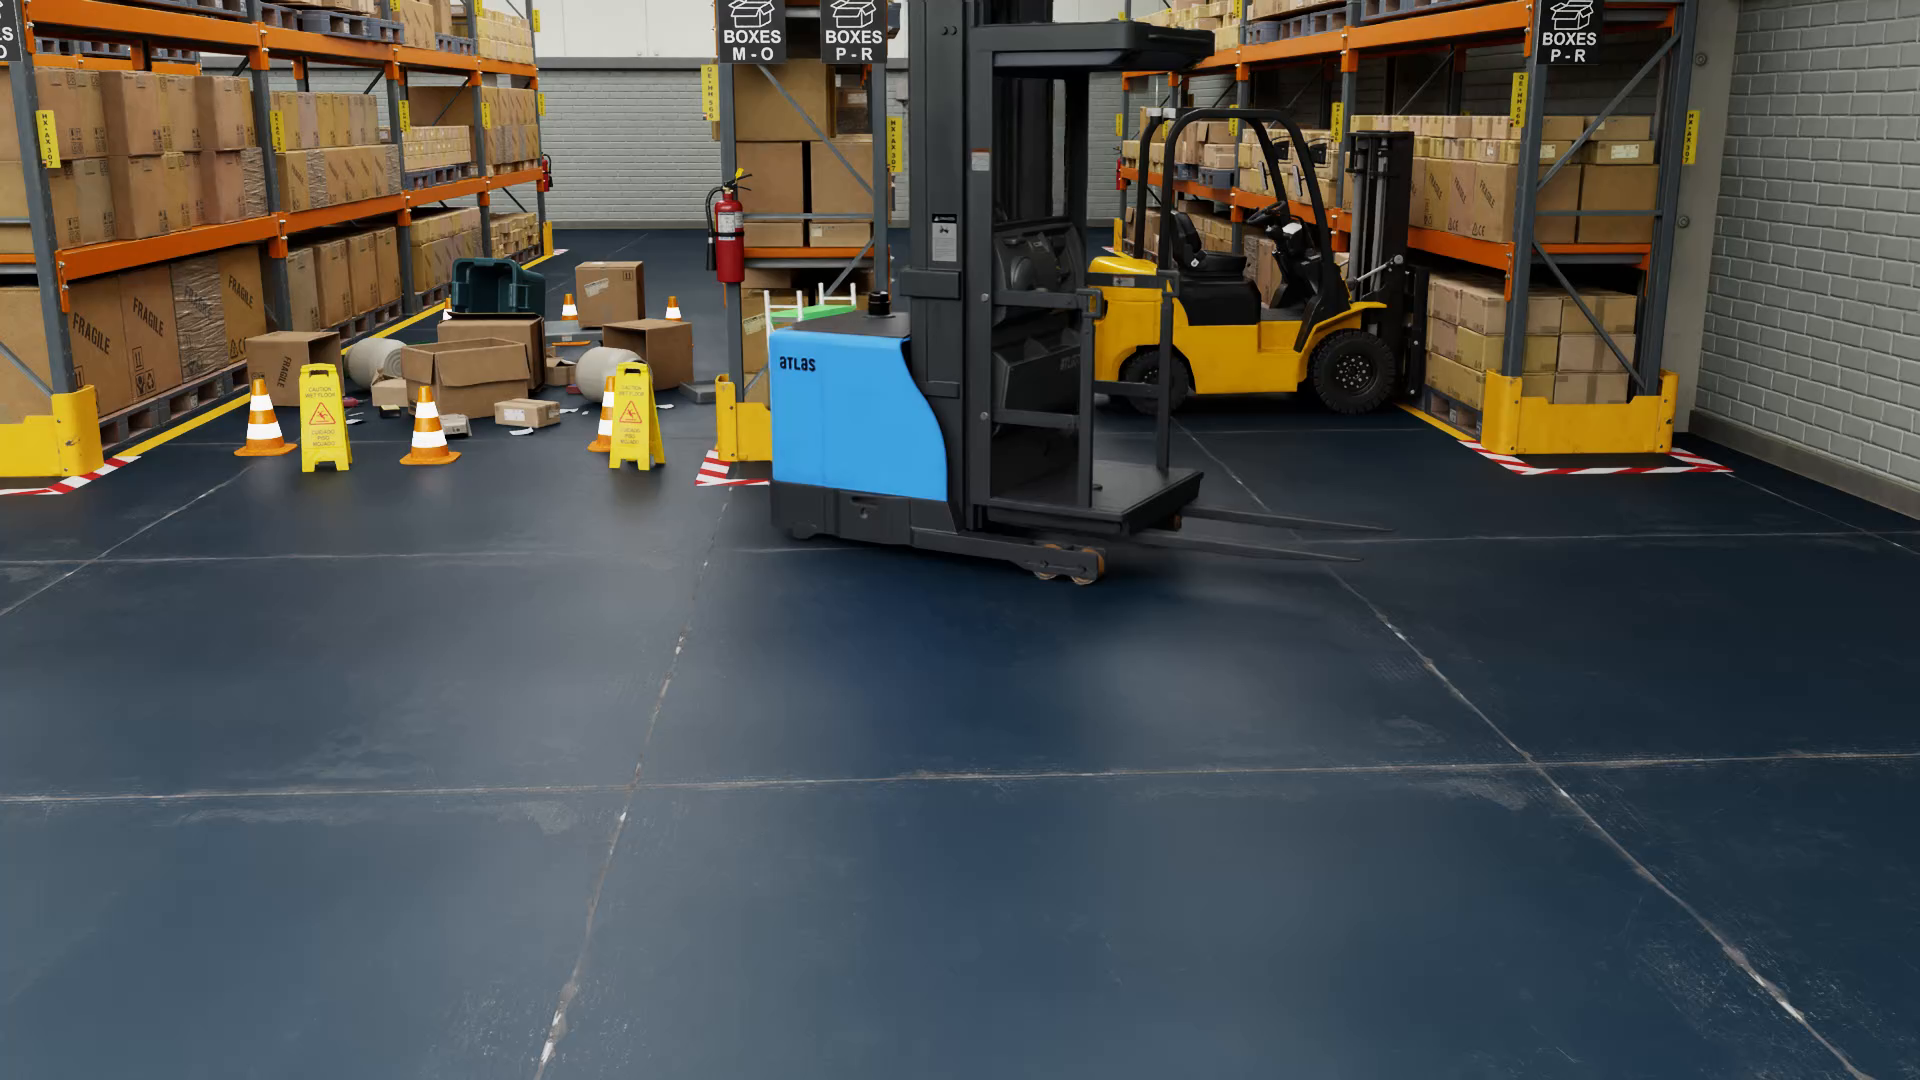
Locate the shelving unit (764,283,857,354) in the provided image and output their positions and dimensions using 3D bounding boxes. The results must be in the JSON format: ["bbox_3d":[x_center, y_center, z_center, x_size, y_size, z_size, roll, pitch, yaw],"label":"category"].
[{"bbox_3d":[-0.787,-0.789,9.161,0.258,1.200,0.503,6,15,31],"label":"shelving unit"}]

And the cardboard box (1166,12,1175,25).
[{"bbox_3d":[2.847,-6.686,21.336,0.380,0.149,0.250,0,14,-2],"label":"cardboard box"}]

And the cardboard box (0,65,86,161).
[{"bbox_3d":[-5.863,-2.565,10.008,0.875,0.550,0.550,-1,14,-3],"label":"cardboard box"}]

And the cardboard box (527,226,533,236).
[{"bbox_3d":[-6.519,-4.567,24.536,0.380,0.149,0.250,-1,15,-6],"label":"cardboard box"}]

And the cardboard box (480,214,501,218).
[{"bbox_3d":[-7.040,-4.764,24.708,0.380,0.149,0.250,-1,14,-2],"label":"cardboard box"}]

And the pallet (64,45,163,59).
[{"bbox_3d":[-11.692,-6.726,22.805,1.003,0.211,1.213,-1,14,-3],"label":"pallet"}]

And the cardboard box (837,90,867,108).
[{"bbox_3d":[-0.869,-3.805,14.354,0.380,0.149,0.250,-1,14,-4],"label":"cardboard box"}]

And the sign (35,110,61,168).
[{"bbox_3d":[-5.325,-2.341,9.710,0.100,0.325,0.005,-1,14,-3],"label":"sign"}]

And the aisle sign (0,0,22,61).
[{"bbox_3d":[-5.575,-3.123,9.426,0.394,0.787,0.004,-1,14,-3],"label":"aisle sign"}]

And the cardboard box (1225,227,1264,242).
[{"bbox_3d":[3.230,-3.471,18.870,0.380,0.149,0.250,-2,15,-6],"label":"cardboard box"}]

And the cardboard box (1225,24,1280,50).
[{"bbox_3d":[3.240,-5.549,18.356,0.500,0.250,0.500,-1,14,-5],"label":"cardboard box"}]

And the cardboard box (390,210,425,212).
[{"bbox_3d":[-6.805,-3.897,20.320,0.500,0.250,0.500,0,14,-2],"label":"cardboard box"}]

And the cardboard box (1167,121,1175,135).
[{"bbox_3d":[3.073,-5.168,21.550,0.700,0.500,0.500,-1,14,-2],"label":"cardboard box"}]

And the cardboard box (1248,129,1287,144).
[{"bbox_3d":[3.257,-4.258,17.552,0.380,0.149,0.250,-1,14,-2],"label":"cardboard box"}]

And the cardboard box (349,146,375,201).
[{"bbox_3d":[-6.018,-3.558,16.136,0.500,0.500,0.500,-1,14,-4],"label":"cardboard box"}]

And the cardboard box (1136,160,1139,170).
[{"bbox_3d":[2.795,-5.506,24.411,0.380,0.149,0.250,-1,14,-5],"label":"cardboard box"}]

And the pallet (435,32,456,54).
[{"bbox_3d":[-6.623,-5.810,19.444,1.213,0.211,1.003,-1,14,-3],"label":"pallet"}]

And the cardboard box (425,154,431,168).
[{"bbox_3d":[-6.272,-4.329,18.995,0.380,0.149,0.250,0,14,-2],"label":"cardboard box"}]

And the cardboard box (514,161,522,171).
[{"bbox_3d":[-6.533,-5.404,24.013,0.380,0.149,0.250,-2,15,-6],"label":"cardboard box"}]

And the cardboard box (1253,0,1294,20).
[{"bbox_3d":[3.315,-5.614,17.063,0.500,0.500,0.500,-1,14,-3],"label":"cardboard box"}]

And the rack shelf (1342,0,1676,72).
[{"bbox_3d":[3.885,-3.657,12.145,1.077,0.370,4.000,-1,14,-3],"label":"rack shelf"}]

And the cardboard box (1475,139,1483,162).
[{"bbox_3d":[3.708,-2.629,11.221,0.380,0.149,0.250,-1,14,-2],"label":"cardboard box"}]

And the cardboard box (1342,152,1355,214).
[{"bbox_3d":[3.528,-2.985,13.906,0.500,0.500,0.500,-1,14,-5],"label":"cardboard box"}]

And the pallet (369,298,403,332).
[{"bbox_3d":[-6.401,-2.319,17.114,1.003,0.211,1.213,-1,14,-3],"label":"pallet"}]

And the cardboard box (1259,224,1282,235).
[{"bbox_3d":[3.707,-3.614,19.424,0.380,0.149,0.250,-1,14,-3],"label":"cardboard box"}]

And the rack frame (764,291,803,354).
[{"bbox_3d":[-0.915,-0.738,8.960,0.240,1.200,0.015,6,15,31],"label":"rack frame"}]

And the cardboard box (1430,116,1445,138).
[{"bbox_3d":[3.598,-2.964,11.927,0.380,0.149,0.250,-1,14,-2],"label":"cardboard box"}]

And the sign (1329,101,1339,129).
[{"bbox_3d":[4.067,-4.615,18.121,0.100,0.325,0.005,-1,14,-3],"label":"sign"}]

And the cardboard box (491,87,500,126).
[{"bbox_3d":[-6.454,-5.782,22.176,0.500,0.500,0.500,-1,14,-5],"label":"cardboard box"}]

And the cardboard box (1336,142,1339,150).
[{"bbox_3d":[3.519,-3.495,14.586,0.380,0.149,0.250,0,14,-2],"label":"cardboard box"}]

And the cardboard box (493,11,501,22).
[{"bbox_3d":[-6.432,-7.080,22.501,0.380,0.149,0.250,0,14,-1],"label":"cardboard box"}]

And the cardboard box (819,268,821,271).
[{"bbox_3d":[-0.855,-1.938,13.211,0.500,0.500,0.500,-1,14,-2],"label":"cardboard box"}]

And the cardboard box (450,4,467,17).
[{"bbox_3d":[-6.399,-6.752,21.228,0.380,0.149,0.250,-1,14,-4],"label":"cardboard box"}]

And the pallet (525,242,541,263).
[{"bbox_3d":[-6.850,-4.284,24.752,1.003,0.211,1.213,-1,14,-3],"label":"pallet"}]

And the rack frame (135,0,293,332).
[{"bbox_3d":[-6.127,-2.871,13.667,1.000,3.000,0.127,-1,14,-3],"label":"rack frame"}]

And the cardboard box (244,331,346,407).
[{"bbox_3d":[-5.006,-1.292,12.539,0.500,0.500,0.500,2,15,6],"label":"cardboard box"}]

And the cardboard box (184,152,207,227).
[{"bbox_3d":[-6.119,-2.580,12.233,0.875,0.550,0.550,-1,14,-3],"label":"cardboard box"}]

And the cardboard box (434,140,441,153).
[{"bbox_3d":[-6.306,-4.603,19.459,0.380,0.149,0.250,0,14,-1],"label":"cardboard box"}]

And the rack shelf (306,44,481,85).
[{"bbox_3d":[-6.498,-5.468,19.182,1.077,0.370,4.000,-1,14,-3],"label":"rack shelf"}]

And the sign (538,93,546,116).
[{"bbox_3d":[-6.315,-6.573,25.096,0.100,0.325,0.005,-1,14,-3],"label":"sign"}]

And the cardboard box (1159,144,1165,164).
[{"bbox_3d":[2.991,-5.234,22.555,0.500,0.250,0.500,-1,14,-2],"label":"cardboard box"}]

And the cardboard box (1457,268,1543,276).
[{"bbox_3d":[4.089,-1.910,12.600,0.500,0.250,0.500,-1,14,-5],"label":"cardboard box"}]

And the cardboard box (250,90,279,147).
[{"bbox_3d":[-6.163,-3.527,14.009,0.700,0.500,0.500,-1,14,-4],"label":"cardboard box"}]

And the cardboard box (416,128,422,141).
[{"bbox_3d":[-6.256,-4.548,18.649,0.380,0.149,0.250,-1,15,-6],"label":"cardboard box"}]

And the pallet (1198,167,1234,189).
[{"bbox_3d":[3.402,-4.120,18.904,1.213,0.211,1.003,-1,14,-3],"label":"pallet"}]

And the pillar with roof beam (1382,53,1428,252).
[{"bbox_3d":[0.197,-6.574,16.017,9.100,9.000,0.400,-1,14,-3],"label":"pillar with roof beam"}]

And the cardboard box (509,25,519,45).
[{"bbox_3d":[-6.526,-7.113,23.429,0.500,0.250,0.500,-1,14,-3],"label":"cardboard box"}]

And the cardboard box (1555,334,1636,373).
[{"bbox_3d":[4.188,-1.290,11.191,0.500,0.250,0.500,-1,14,-2],"label":"cardboard box"}]

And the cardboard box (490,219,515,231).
[{"bbox_3d":[-6.508,-4.450,23.486,0.380,0.149,0.250,-1,14,-3],"label":"cardboard box"}]

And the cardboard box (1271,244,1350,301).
[{"bbox_3d":[3.629,-2.613,16.587,0.875,0.625,0.625,-1,15,-6],"label":"cardboard box"}]

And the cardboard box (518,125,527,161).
[{"bbox_3d":[-6.518,-5.686,23.810,0.500,0.500,0.500,-1,14,-3],"label":"cardboard box"}]

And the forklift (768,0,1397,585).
[{"bbox_3d":[0.572,-1.363,7.941,3.031,2.935,1.130,7,16,27],"label":"forklift"}]

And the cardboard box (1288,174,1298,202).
[{"bbox_3d":[3.432,-3.348,15.820,0.500,0.250,0.500,-1,14,-3],"label":"cardboard box"}]

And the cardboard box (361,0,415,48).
[{"bbox_3d":[-6.144,-5.513,17.715,0.500,0.500,0.500,-1,14,-3],"label":"cardboard box"}]

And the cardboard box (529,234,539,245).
[{"bbox_3d":[-6.512,-4.488,24.830,0.380,0.149,0.250,0,14,-2],"label":"cardboard box"}]
